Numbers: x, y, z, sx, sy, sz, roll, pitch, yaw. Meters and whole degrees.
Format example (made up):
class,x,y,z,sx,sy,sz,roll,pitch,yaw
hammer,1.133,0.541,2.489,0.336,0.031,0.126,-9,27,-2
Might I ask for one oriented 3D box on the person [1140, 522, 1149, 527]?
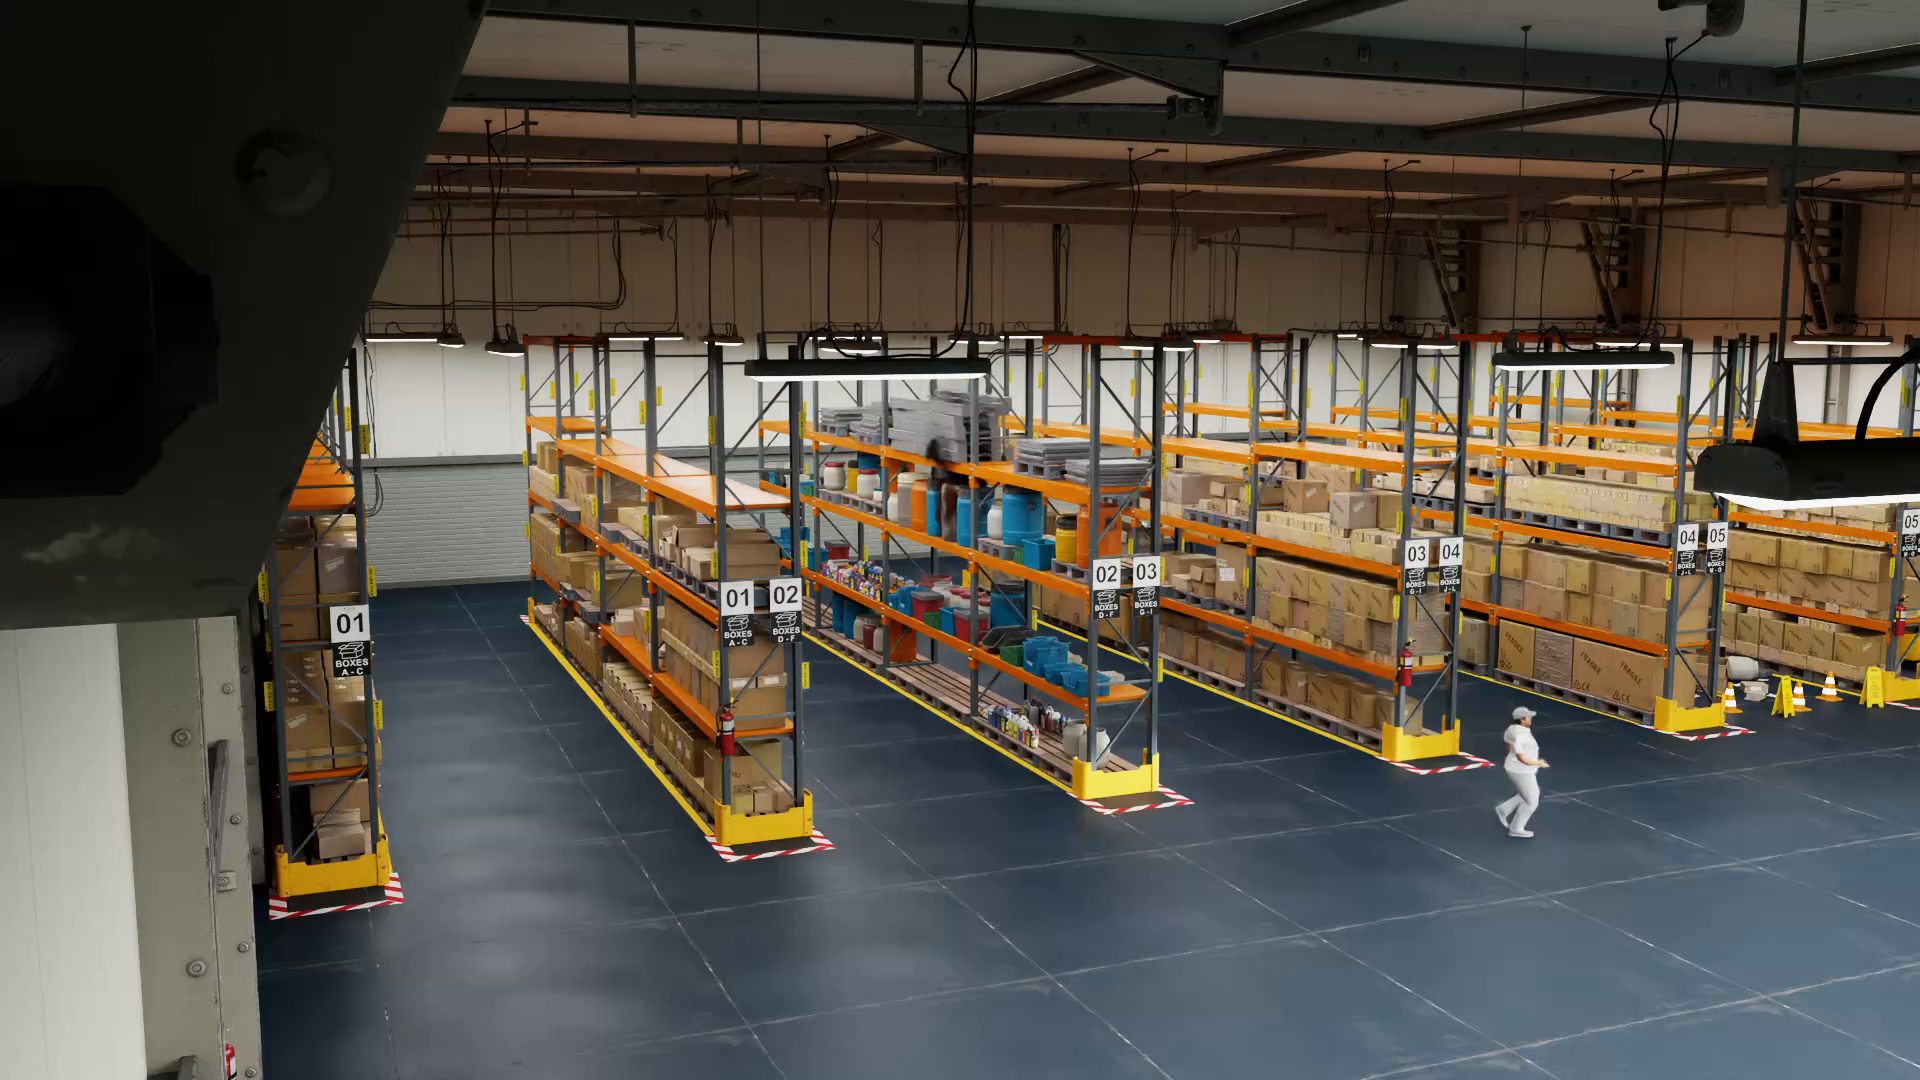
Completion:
class,x,y,z,sx,sy,sz,roll,pitch,yaw
person,4.133,0.407,38.582,0.711,1.697,0.927,-2,8,-15

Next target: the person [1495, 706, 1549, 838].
class,x,y,z,sx,sy,sz,roll,pitch,yaw
person,6.893,2.832,20.358,0.548,1.618,0.602,1,8,7
